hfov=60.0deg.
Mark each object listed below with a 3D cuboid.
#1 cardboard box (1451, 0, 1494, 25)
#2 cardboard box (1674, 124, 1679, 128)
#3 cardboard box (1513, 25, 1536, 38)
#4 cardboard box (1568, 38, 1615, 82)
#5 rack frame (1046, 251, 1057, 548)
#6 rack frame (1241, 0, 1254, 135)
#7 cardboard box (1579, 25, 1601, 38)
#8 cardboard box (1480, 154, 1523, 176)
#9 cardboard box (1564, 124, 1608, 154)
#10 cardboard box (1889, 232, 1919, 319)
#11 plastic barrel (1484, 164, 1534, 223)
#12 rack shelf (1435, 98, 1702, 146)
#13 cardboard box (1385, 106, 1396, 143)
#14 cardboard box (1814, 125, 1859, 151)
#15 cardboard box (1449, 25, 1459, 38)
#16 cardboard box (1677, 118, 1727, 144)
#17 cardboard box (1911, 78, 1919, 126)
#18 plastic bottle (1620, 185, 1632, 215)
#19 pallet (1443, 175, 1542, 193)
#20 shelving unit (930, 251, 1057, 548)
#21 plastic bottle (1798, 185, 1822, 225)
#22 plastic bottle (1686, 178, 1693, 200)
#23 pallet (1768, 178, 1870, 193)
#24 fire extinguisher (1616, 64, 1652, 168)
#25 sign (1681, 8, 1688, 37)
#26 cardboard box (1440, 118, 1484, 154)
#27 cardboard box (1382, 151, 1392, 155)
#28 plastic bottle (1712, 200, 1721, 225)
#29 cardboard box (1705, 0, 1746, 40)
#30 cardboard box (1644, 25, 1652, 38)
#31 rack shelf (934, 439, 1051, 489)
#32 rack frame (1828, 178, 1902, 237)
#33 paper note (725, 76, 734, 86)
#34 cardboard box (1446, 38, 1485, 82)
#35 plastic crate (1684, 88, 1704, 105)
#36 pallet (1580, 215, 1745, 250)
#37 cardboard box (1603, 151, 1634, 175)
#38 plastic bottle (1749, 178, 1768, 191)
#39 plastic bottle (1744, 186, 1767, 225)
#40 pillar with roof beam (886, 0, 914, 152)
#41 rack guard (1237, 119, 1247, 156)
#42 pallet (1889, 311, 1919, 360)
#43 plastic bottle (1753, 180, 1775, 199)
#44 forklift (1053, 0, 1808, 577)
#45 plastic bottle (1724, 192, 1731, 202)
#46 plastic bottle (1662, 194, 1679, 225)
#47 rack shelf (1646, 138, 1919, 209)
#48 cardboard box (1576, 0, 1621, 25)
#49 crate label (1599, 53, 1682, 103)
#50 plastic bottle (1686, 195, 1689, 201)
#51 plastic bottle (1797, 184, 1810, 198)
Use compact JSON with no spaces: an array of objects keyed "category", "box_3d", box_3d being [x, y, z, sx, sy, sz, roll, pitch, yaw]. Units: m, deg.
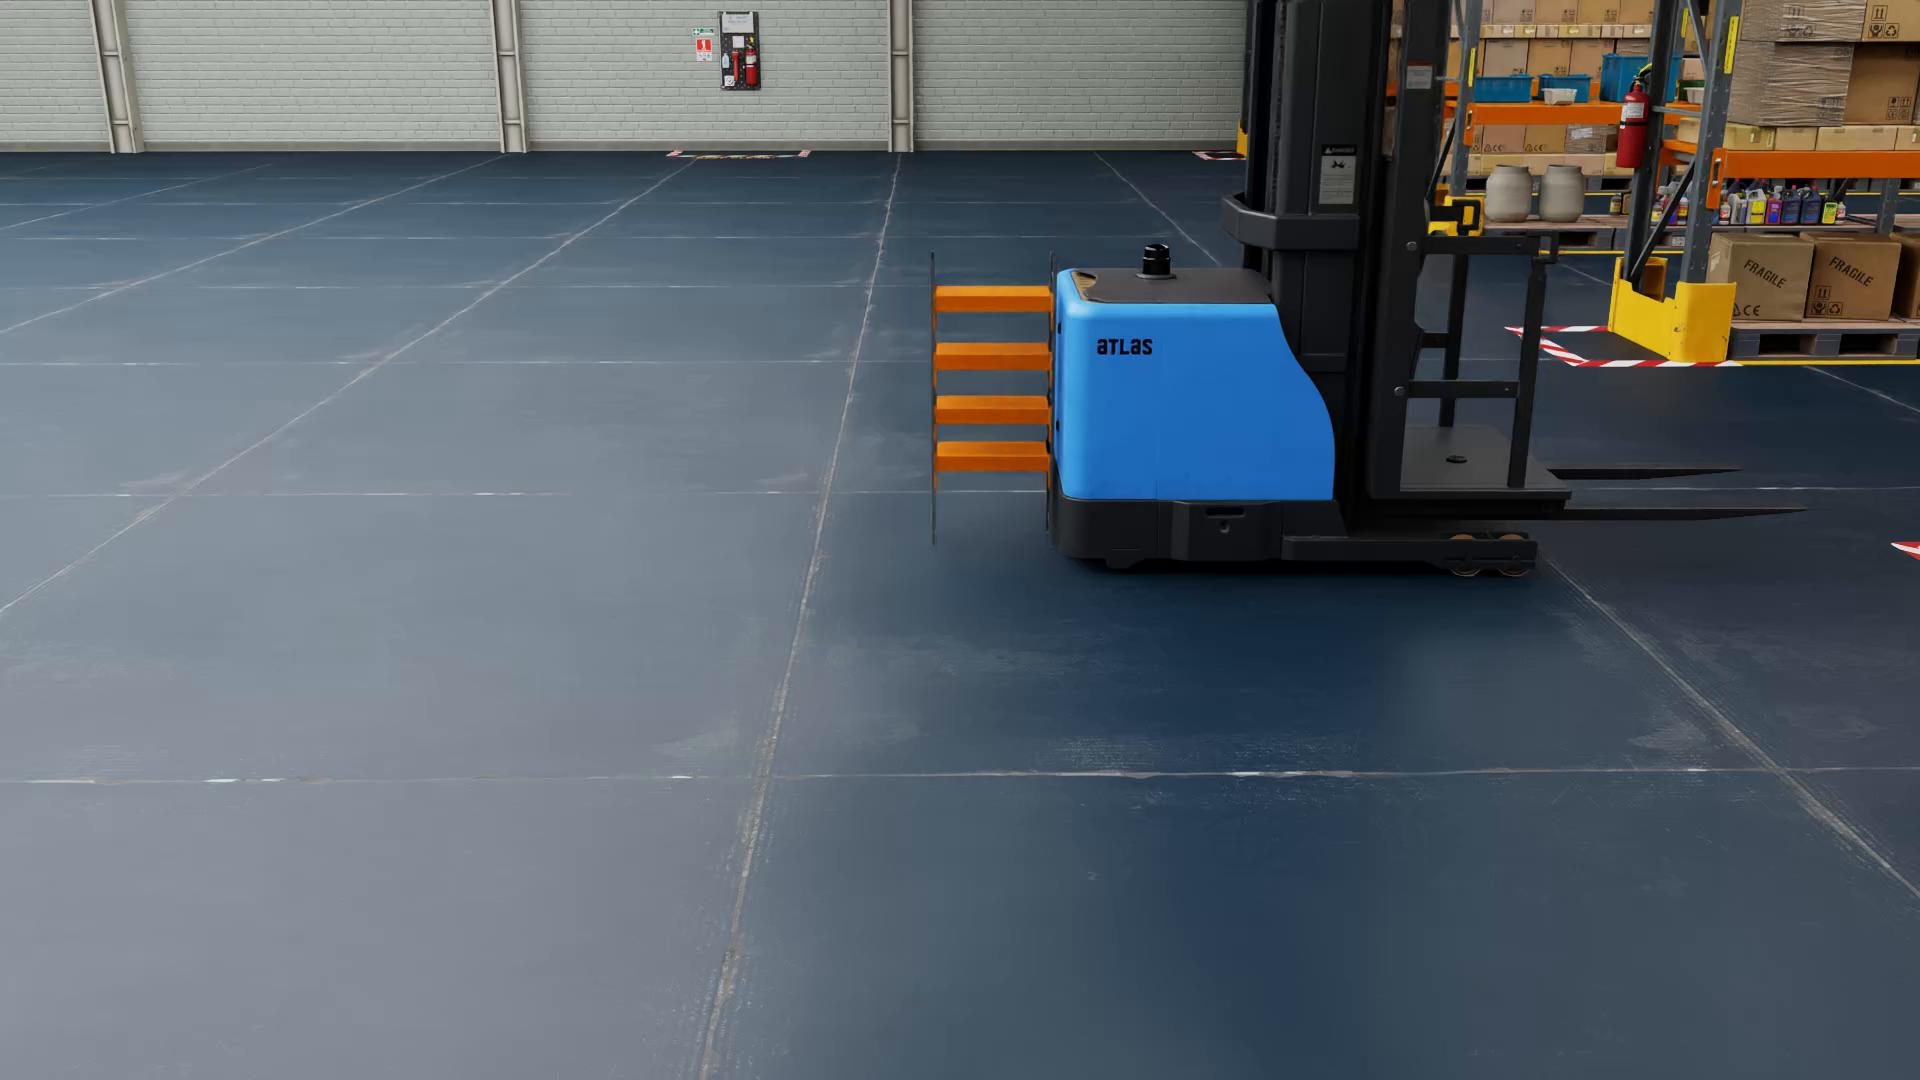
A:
[{"category":"cardboard box","box_3d":[6.026,-6.429,19.890,0.500,0.500,0.700,0,18,-1]},{"category":"cardboard box","box_3d":[8.876,-5.025,20.696,0.500,0.311,0.500,0,18,-1]},{"category":"cardboard box","box_3d":[6.672,-6.059,19.800,0.250,0.149,0.380,0,18,1]},{"category":"cardboard box","box_3d":[7.505,-5.816,20.105,0.500,0.500,0.700,0,18,-1]},{"category":"rack frame","box_3d":[0.377,-0.573,6.868,0.015,1.200,0.240,0,18,0]},{"category":"rack frame","box_3d":[4.394,-7.271,24.803,0.127,3.000,1.000,0,18,-1]},{"category":"cardboard box","box_3d":[7.435,-6.063,19.811,0.250,0.149,0.380,0,18,-1]},{"category":"cardboard box","box_3d":[6.516,-4.590,20.260,0.500,0.250,0.500,0,18,-1]},{"category":"cardboard box","box_3d":[7.515,-4.957,20.177,0.500,0.500,0.500,0,18,-1]},{"category":"cardboard box","box_3d":[6.477,-1.751,10.999,0.500,0.500,0.500,1,18,4]},{"category":"plastic barrel","box_3d":[5.207,-3.287,15.769,0.421,0.512,0.421,0,18,0]},{"category":"rack shelf","box_3d":[6.550,-3.912,15.511,4.000,0.370,1.077,0,18,-1]},{"category":"cardboard box","box_3d":[6.392,-6.257,25.014,0.500,0.500,0.700,-1,18,-4]},{"category":"cardboard box","box_3d":[5.418,-2.533,10.446,0.250,0.149,0.380,0,18,-1]},{"category":"cardboard box","box_3d":[5.904,-6.056,19.790,0.250,0.149,0.380,-1,18,-3]},{"category":"cardboard box","box_3d":[4.910,-2.677,10.894,0.250,0.149,0.380,0,18,-1]},{"category":"cardboard box","box_3d":[6.178,-2.944,10.665,0.500,0.500,0.875,0,18,-1]},{"category":"plastic bottle","box_3d":[6.496,-3.310,16.182,0.133,0.283,0.061,0,18,0]},{"category":"pallet","box_3d":[6.457,-4.452,20.580,1.213,0.211,1.003,0,18,-1]},{"category":"shelving unit","box_3d":[0.133,-0.573,6.869,0.503,1.200,0.258,0,18,0]},{"category":"plastic bottle","box_3d":[7.911,-3.122,15.484,0.185,0.351,0.144,-1,18,-2]},{"category":"plastic bottle","box_3d":[7.123,-3.333,16.142,0.185,0.351,0.144,0,18,-1]},{"category":"pallet","box_3d":[10.434,-4.472,20.642,1.213,0.211,1.003,0,18,-1]},{"category":"fire extinguisher","box_3d":[4.507,-2.836,11.104,0.183,0.674,0.296,0,18,-1]},{"category":"sign","box_3d":[8.486,-6.058,19.474,0.005,0.325,0.100,0,18,-1]},{"category":"cardboard box","box_3d":[6.015,-4.950,20.153,0.500,0.500,0.500,0,18,-1]},{"category":"cardboard box","box_3d":[5.016,-4.583,20.239,0.500,0.250,0.500,0,18,-1]},{"category":"plastic bottle","box_3d":[7.014,-3.072,15.460,0.097,0.271,0.097,0,18,0]},{"category":"cardboard box","box_3d":[5.175,-3.476,10.685,0.500,0.500,0.500,0,18,-1]},{"category":"cardboard box","box_3d":[8.207,-6.067,19.824,0.250,0.149,0.380,0,18,-1]},{"category":"rack shelf","box_3d":[0.133,-0.320,6.950,0.480,0.148,0.258,0,18,0]},{"category":"rack frame","box_3d":[8.550,-4.265,15.431,0.127,3.000,1.000,0,18,-1]},{"category":"paper note","box_3d":[-3.569,-7.110,25.744,0.142,0.148,0.016,0,18,-1]},{"category":"cardboard box","box_3d":[5.965,-5.809,20.081,0.500,0.500,0.700,0,18,0]},{"category":"plastic crate","box_3d":[6.930,-4.054,15.205,0.437,0.136,0.530,0,18,-1]},{"category":"pallet","box_3d":[6.655,-2.939,15.865,1.213,0.211,1.003,0,18,-1]},{"category":"cardboard box","box_3d":[8.015,-4.599,20.288,0.500,0.250,0.500,0,18,-1]},{"category":"plastic bottle","box_3d":[7.736,-3.335,16.151,0.185,0.351,0.144,0,18,1]},{"category":"plastic bottle","box_3d":[7.396,-3.119,15.476,0.185,0.351,0.144,0,18,-1]},{"category":"pillar with roof beam","box_3d":[-0.851,-9.051,20.532,0.400,9.000,9.100,0,18,-1]},{"category":"rack guard","box_3d":[4.470,-6.081,25.186,0.348,0.500,1.175,0,18,-1]},{"category":"pallet","box_3d":[6.734,-1.403,11.076,1.213,0.211,1.003,0,18,-1]},{"category":"plastic bottle","box_3d":[7.739,-3.291,16.014,0.185,0.351,0.144,0,18,-1]},{"category":"forklift","box_3d":[1.913,-1.412,6.651,3.031,2.935,1.130,0,18,0]},{"category":"plastic bottle","box_3d":[7.231,-3.120,15.589,0.133,0.283,0.061,0,18,-1]},{"category":"plastic bottle","box_3d":[6.595,-3.070,15.435,0.133,0.283,0.061,0,18,0]},{"category":"rack shelf","box_3d":[6.628,-2.400,10.795,4.000,0.370,1.077,0,18,-1]},{"category":"cardboard box","box_3d":[7.527,-6.436,19.912,0.500,0.500,0.700,0,18,-1]},{"category":"crate label","box_3d":[6.387,-4.354,15.650,0.616,0.435,0.502,0,18,-1]},{"category":"plastic bottle","box_3d":[6.982,-3.224,16.048,0.097,0.201,0.097,0,18,0]},{"category":"plastic bottle","box_3d":[7.908,-3.166,15.621,0.185,0.351,0.144,0,18,-1]}]
